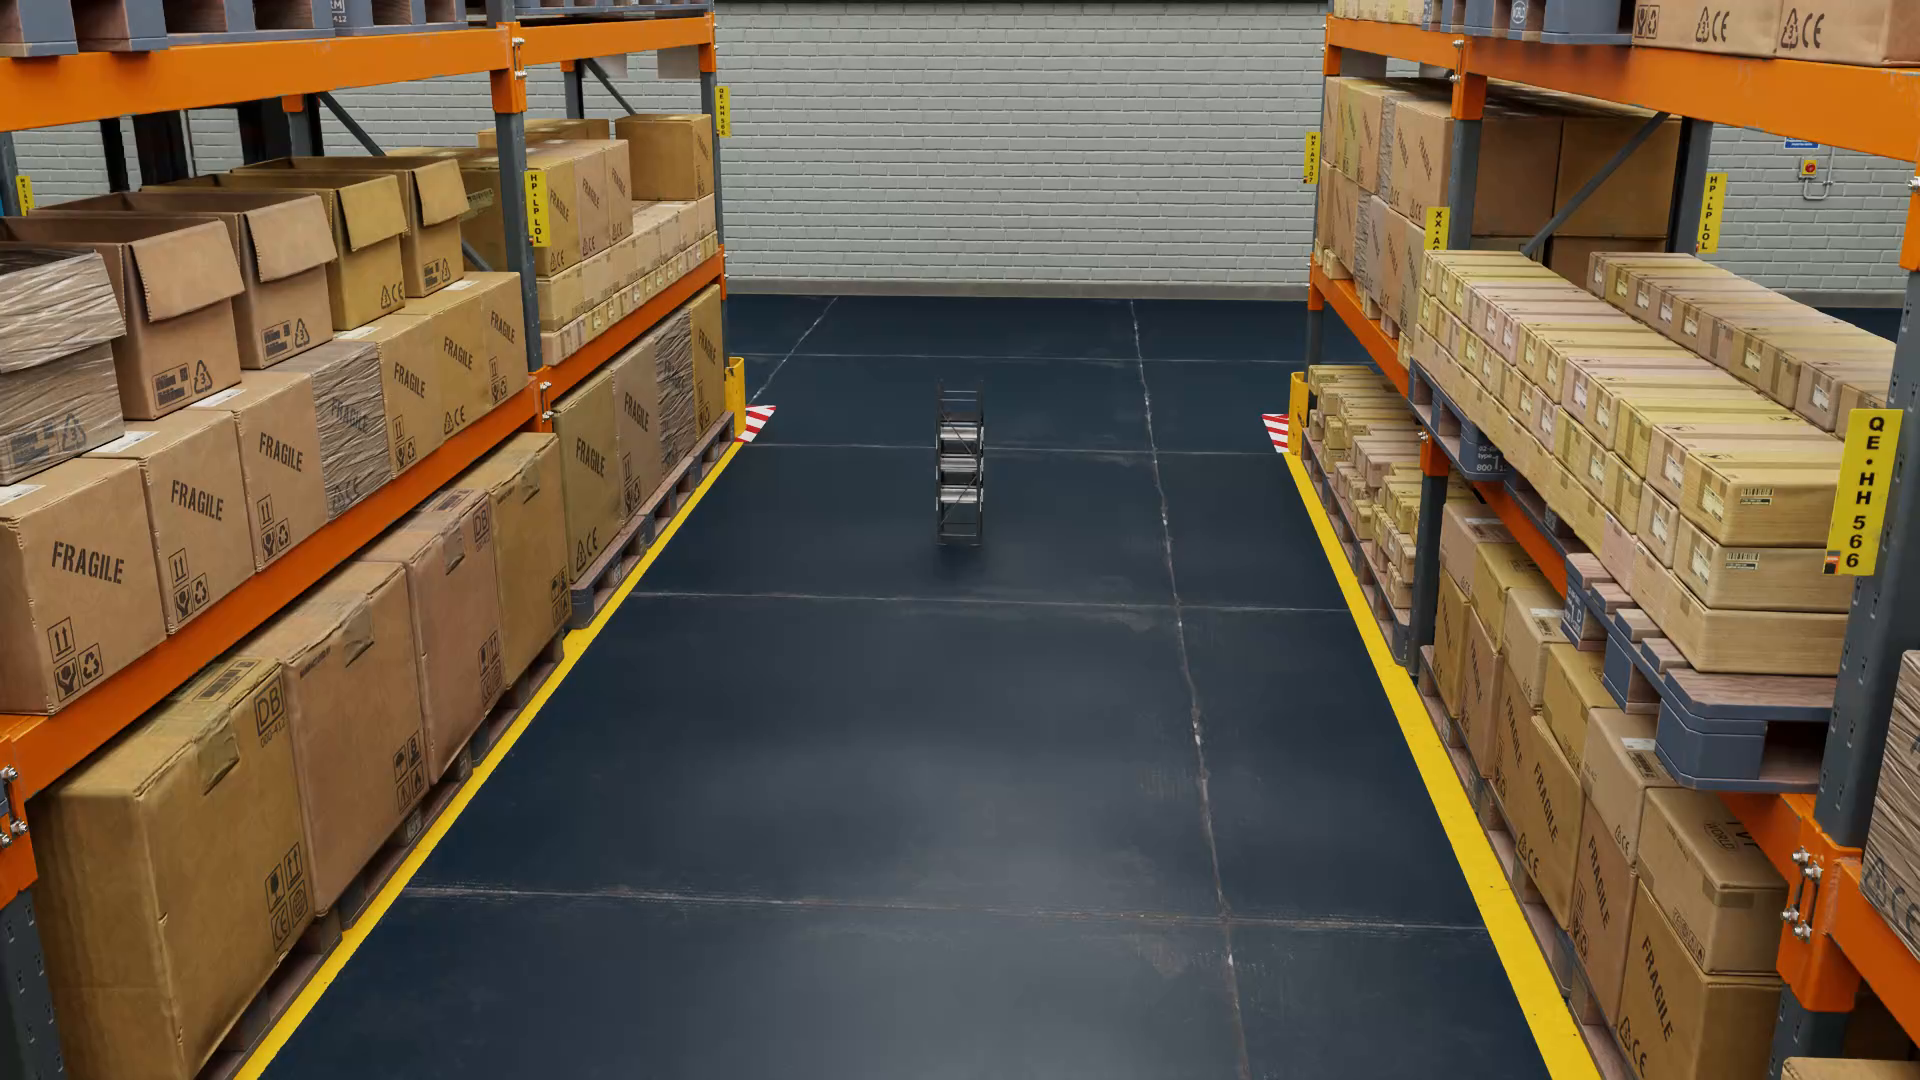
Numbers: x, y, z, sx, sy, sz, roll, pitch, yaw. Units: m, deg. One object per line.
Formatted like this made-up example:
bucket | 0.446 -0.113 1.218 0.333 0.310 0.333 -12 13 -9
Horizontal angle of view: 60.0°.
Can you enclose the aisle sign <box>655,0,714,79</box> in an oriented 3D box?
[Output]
aisle sign | -1.812 -3.444 10.941 0.394 0.787 0.004 1 18 4

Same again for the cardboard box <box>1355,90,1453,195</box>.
cardboard box | 2.404 -2.105 8.786 0.500 0.500 0.500 1 18 2

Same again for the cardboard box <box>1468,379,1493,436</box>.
cardboard box | 1.977 -0.456 5.726 0.380 0.149 0.250 0 18 1

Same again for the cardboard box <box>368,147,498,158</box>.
cardboard box | -2.597 -1.681 8.296 0.500 0.500 0.500 1 18 4

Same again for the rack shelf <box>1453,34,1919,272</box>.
rack shelf | 2.394 -1.271 4.823 1.077 0.370 4.000 1 18 4

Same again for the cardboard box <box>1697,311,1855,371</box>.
cardboard box | 2.609 -0.638 5.325 0.380 0.149 0.250 0 18 1

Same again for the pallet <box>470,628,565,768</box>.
pallet | -2.383 0.616 7.205 1.003 0.211 1.213 1 18 4

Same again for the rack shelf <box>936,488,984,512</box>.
rack shelf | 0.001 -0.227 9.357 0.258 0.077 0.200 1 18 4

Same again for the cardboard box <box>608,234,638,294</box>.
cardboard box | -2.036 -1.476 8.874 0.500 0.250 0.500 2 18 5

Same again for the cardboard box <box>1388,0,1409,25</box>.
cardboard box | 2.386 -2.634 8.067 0.500 0.250 0.500 1 18 3

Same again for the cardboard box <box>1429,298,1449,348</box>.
cardboard box | 2.033 -0.837 6.413 0.380 0.149 0.250 1 18 3

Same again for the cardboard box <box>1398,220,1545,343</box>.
cardboard box | 2.290 -1.154 7.489 0.500 0.500 0.500 1 18 4

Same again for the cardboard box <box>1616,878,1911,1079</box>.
cardboard box | 2.037 1.212 4.247 0.500 0.500 0.500 1 18 4

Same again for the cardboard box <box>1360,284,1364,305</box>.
cardboard box | 2.413 -1.353 9.137 0.380 0.149 0.250 2 18 6

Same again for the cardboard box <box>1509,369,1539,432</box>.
cardboard box | 1.940 -0.432 5.176 0.380 0.149 0.250 1 18 3

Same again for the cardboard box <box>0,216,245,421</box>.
cardboard box | -2.572 -0.662 4.853 0.797 0.503 0.637 2 18 5

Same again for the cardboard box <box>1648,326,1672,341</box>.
cardboard box | 2.652 -0.658 5.866 0.380 0.149 0.250 1 18 2

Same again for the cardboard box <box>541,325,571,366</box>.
cardboard box | -2.050 -0.916 7.804 0.380 0.149 0.250 1 18 4

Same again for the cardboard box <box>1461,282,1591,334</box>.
cardboard box | 1.995 -0.816 5.868 0.380 0.149 0.250 1 18 3

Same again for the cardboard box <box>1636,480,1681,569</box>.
cardboard box | 1.849 -0.034 3.962 0.380 0.149 0.250 2 18 6

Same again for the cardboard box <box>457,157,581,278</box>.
cardboard box | -2.114 -1.520 7.804 0.500 0.500 0.500 1 18 4

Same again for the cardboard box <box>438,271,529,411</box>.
cardboard box | -2.164 -0.847 7.030 0.500 0.500 0.500 1 18 4

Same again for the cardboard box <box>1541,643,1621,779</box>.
cardboard box | 2.115 0.533 5.115 0.500 0.250 0.500 2 18 5

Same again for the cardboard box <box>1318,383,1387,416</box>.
cardboard box | 2.402 -0.860 10.178 0.380 0.149 0.250 1 18 4

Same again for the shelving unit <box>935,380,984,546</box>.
shelving unit | 0.001 -0.430 9.291 0.258 0.900 0.210 1 18 4

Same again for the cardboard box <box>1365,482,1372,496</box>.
cardboard box | 2.405 -0.306 8.965 0.380 0.149 0.250 0 18 1

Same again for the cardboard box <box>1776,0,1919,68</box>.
cardboard box | 2.038 -1.222 3.358 0.500 0.500 0.500 1 18 4

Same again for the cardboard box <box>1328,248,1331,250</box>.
cardboard box | 2.497 -1.758 10.375 0.380 0.149 0.250 2 18 6

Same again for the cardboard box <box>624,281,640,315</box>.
cardboard box | -1.958 -1.318 9.032 0.380 0.149 0.250 1 18 5

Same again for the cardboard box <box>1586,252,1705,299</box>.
cardboard box | 2.703 -1.042 6.561 0.380 0.149 0.250 2 18 6

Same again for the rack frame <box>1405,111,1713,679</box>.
rack frame | 2.537 -0.809 7.073 1.000 3.000 0.127 1 18 4

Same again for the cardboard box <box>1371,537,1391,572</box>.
cardboard box | 2.282 0.055 8.342 0.380 0.149 0.250 1 18 2

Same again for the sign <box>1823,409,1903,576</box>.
sign | 1.708 -0.088 3.142 0.100 0.325 0.005 1 18 4

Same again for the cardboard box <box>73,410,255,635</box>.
cardboard box | -2.349 -0.061 4.631 0.500 0.500 0.500 1 18 2

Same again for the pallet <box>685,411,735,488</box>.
pallet | -2.095 -0.618 10.969 1.003 0.211 1.213 1 18 4

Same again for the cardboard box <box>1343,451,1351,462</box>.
cardboard box | 2.468 -0.421 9.796 0.380 0.149 0.250 1 18 4

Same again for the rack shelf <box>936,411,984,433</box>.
rack shelf | 0.001 -0.655 9.217 0.258 0.077 0.200 1 18 4

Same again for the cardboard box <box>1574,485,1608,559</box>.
cardboard box | 1.886 -0.044 4.470 0.380 0.149 0.250 1 18 3

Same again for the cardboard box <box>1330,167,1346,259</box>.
cardboard box | 2.503 -1.940 9.887 0.500 0.500 0.500 1 18 4

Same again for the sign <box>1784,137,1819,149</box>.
sign | 8.106 -3.872 15.989 0.327 0.218 0.001 1 18 4

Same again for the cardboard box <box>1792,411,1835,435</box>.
cardboard box | 2.555 -0.256 4.639 0.380 0.149 0.250 1 18 4

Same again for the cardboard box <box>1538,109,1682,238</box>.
cardboard box | 2.812 -1.607 7.267 0.500 0.500 0.500 2 18 5

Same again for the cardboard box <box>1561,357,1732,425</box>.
cardboard box | 1.906 -0.409 4.626 0.380 0.149 0.250 1 18 4

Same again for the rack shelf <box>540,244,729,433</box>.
rack shelf | -2.260 -1.230 9.515 1.077 0.370 4.000 1 18 4

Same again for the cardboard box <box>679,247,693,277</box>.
cardboard box | -1.868 -1.719 10.256 0.380 0.149 0.250 2 18 5

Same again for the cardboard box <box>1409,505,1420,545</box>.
cardboard box | 2.303 -0.052 7.714 0.380 0.149 0.250 2 18 5

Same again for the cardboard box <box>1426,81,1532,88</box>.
cardboard box | 3.003 -2.410 9.716 0.500 0.500 0.500 1 18 2

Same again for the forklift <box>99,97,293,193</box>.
forklift | -4.736 -1.763 10.096 1.130 2.935 3.031 3 18 8

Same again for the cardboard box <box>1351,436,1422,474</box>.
cardboard box | 2.323 -0.459 8.955 0.380 0.149 0.250 1 18 2

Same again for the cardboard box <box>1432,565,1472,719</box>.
cardboard box | 2.220 0.403 6.715 0.500 0.500 0.500 2 18 6

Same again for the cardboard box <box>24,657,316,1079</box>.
cardboard box | -2.619 0.888 4.634 1.225 0.875 0.875 0 18 1

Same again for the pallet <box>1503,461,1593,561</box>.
pallet | 2.351 -0.091 5.191 1.003 0.211 1.213 1 18 4

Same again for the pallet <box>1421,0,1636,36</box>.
pallet | 2.387 -1.955 6.058 1.213 0.211 1.003 1 18 4

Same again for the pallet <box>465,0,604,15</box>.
pallet | -2.334 -2.588 7.829 1.003 0.211 1.213 1 18 4
